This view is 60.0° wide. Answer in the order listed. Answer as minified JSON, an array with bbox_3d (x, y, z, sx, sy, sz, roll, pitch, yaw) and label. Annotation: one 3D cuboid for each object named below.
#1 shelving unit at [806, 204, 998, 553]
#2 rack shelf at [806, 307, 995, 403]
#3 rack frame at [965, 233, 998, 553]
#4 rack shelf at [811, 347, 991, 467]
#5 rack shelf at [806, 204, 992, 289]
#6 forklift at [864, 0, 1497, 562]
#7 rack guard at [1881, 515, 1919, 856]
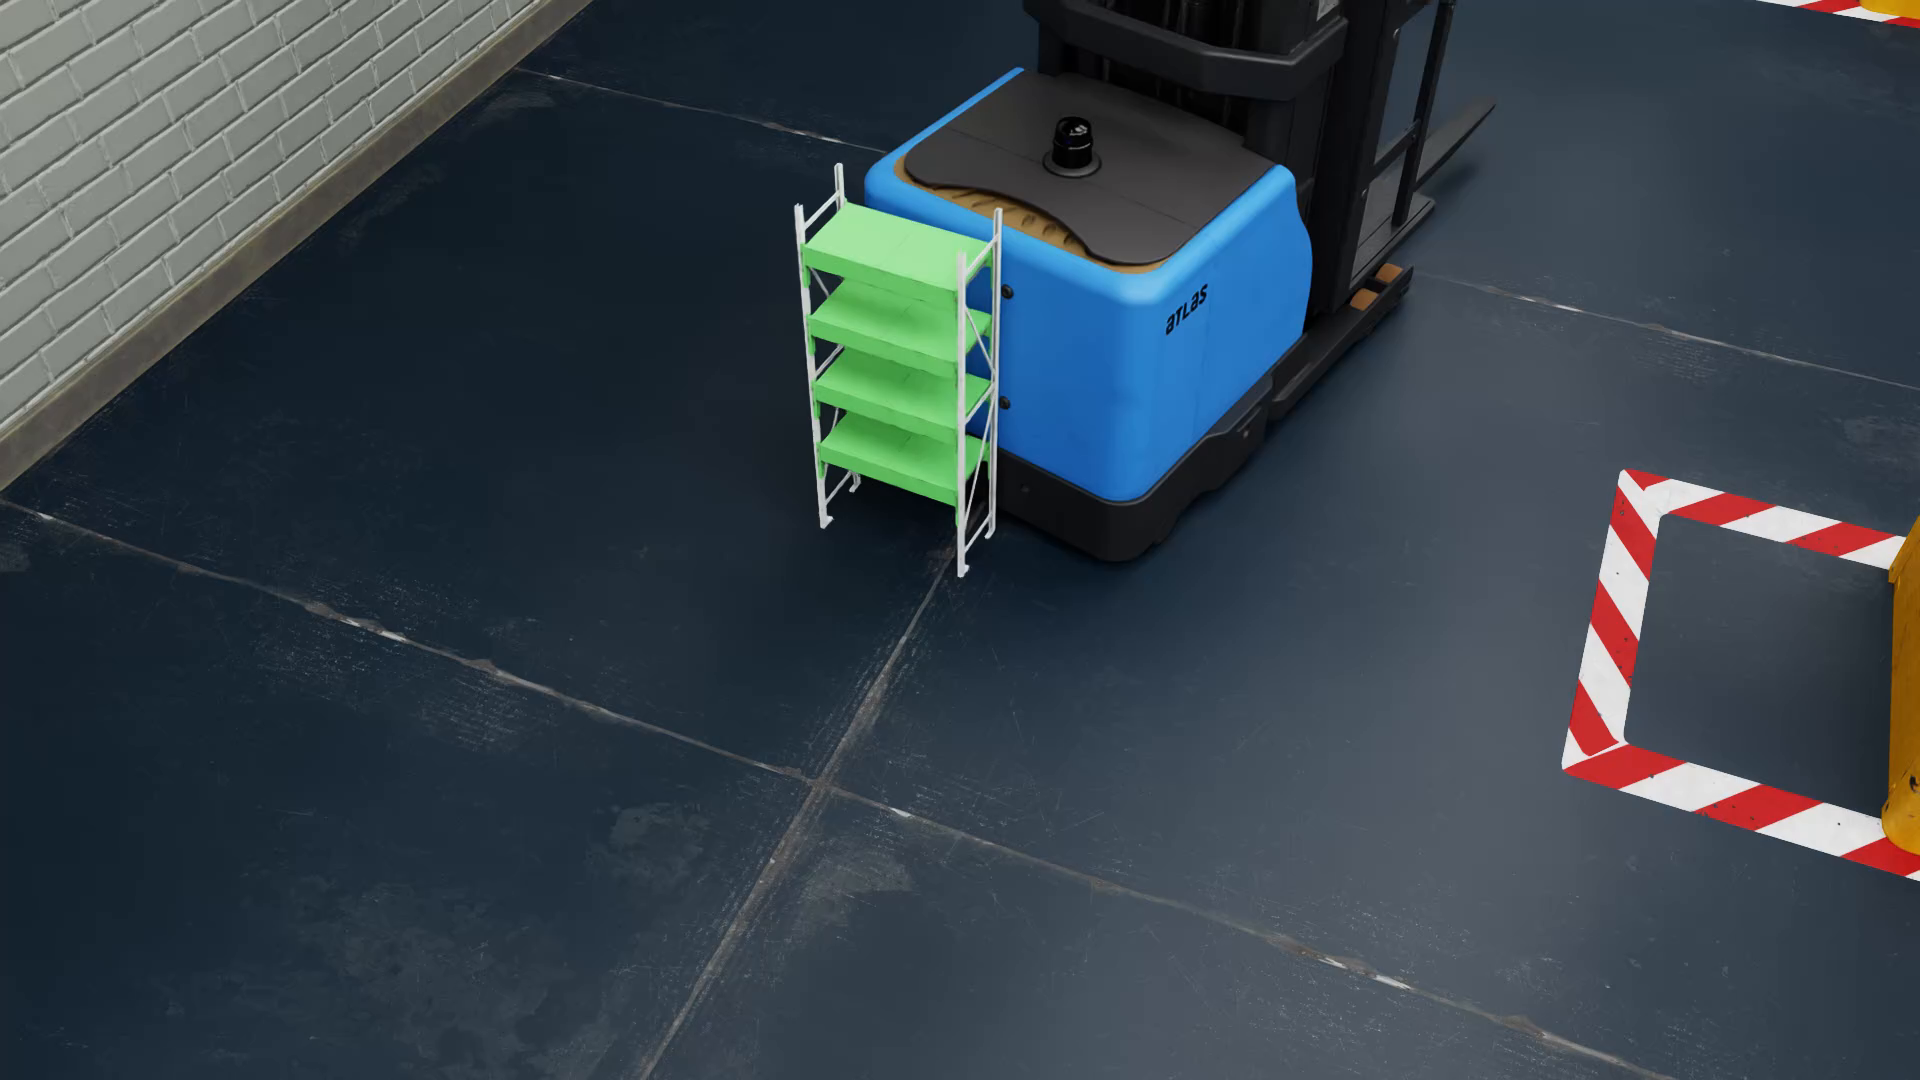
[{"bbox_3d":[-0.162,-0.461,4.862,0.487,1.046,0.258,19,48,18],"label":"shelving unit"},{"bbox_3d":[-0.166,-0.587,4.739,0.480,0.148,0.258,19,48,18],"label":"rack shelf"},{"bbox_3d":[0.053,-0.386,4.787,0.006,1.046,0.228,19,48,18],"label":"rack frame"},{"bbox_3d":[-0.166,-0.417,4.909,0.480,0.148,0.258,19,48,18],"label":"rack shelf"},{"bbox_3d":[-0.166,-0.795,4.532,0.457,0.021,0.221,19,48,18],"label":"rack shelf"},{"bbox_3d":[0.995,-1.965,5.147,1.130,2.935,3.031,28,51,25],"label":"forklift"},{"bbox_3d":[2.841,0.299,4.595,0.348,0.500,1.175,16,47,16],"label":"rack guard"}]
